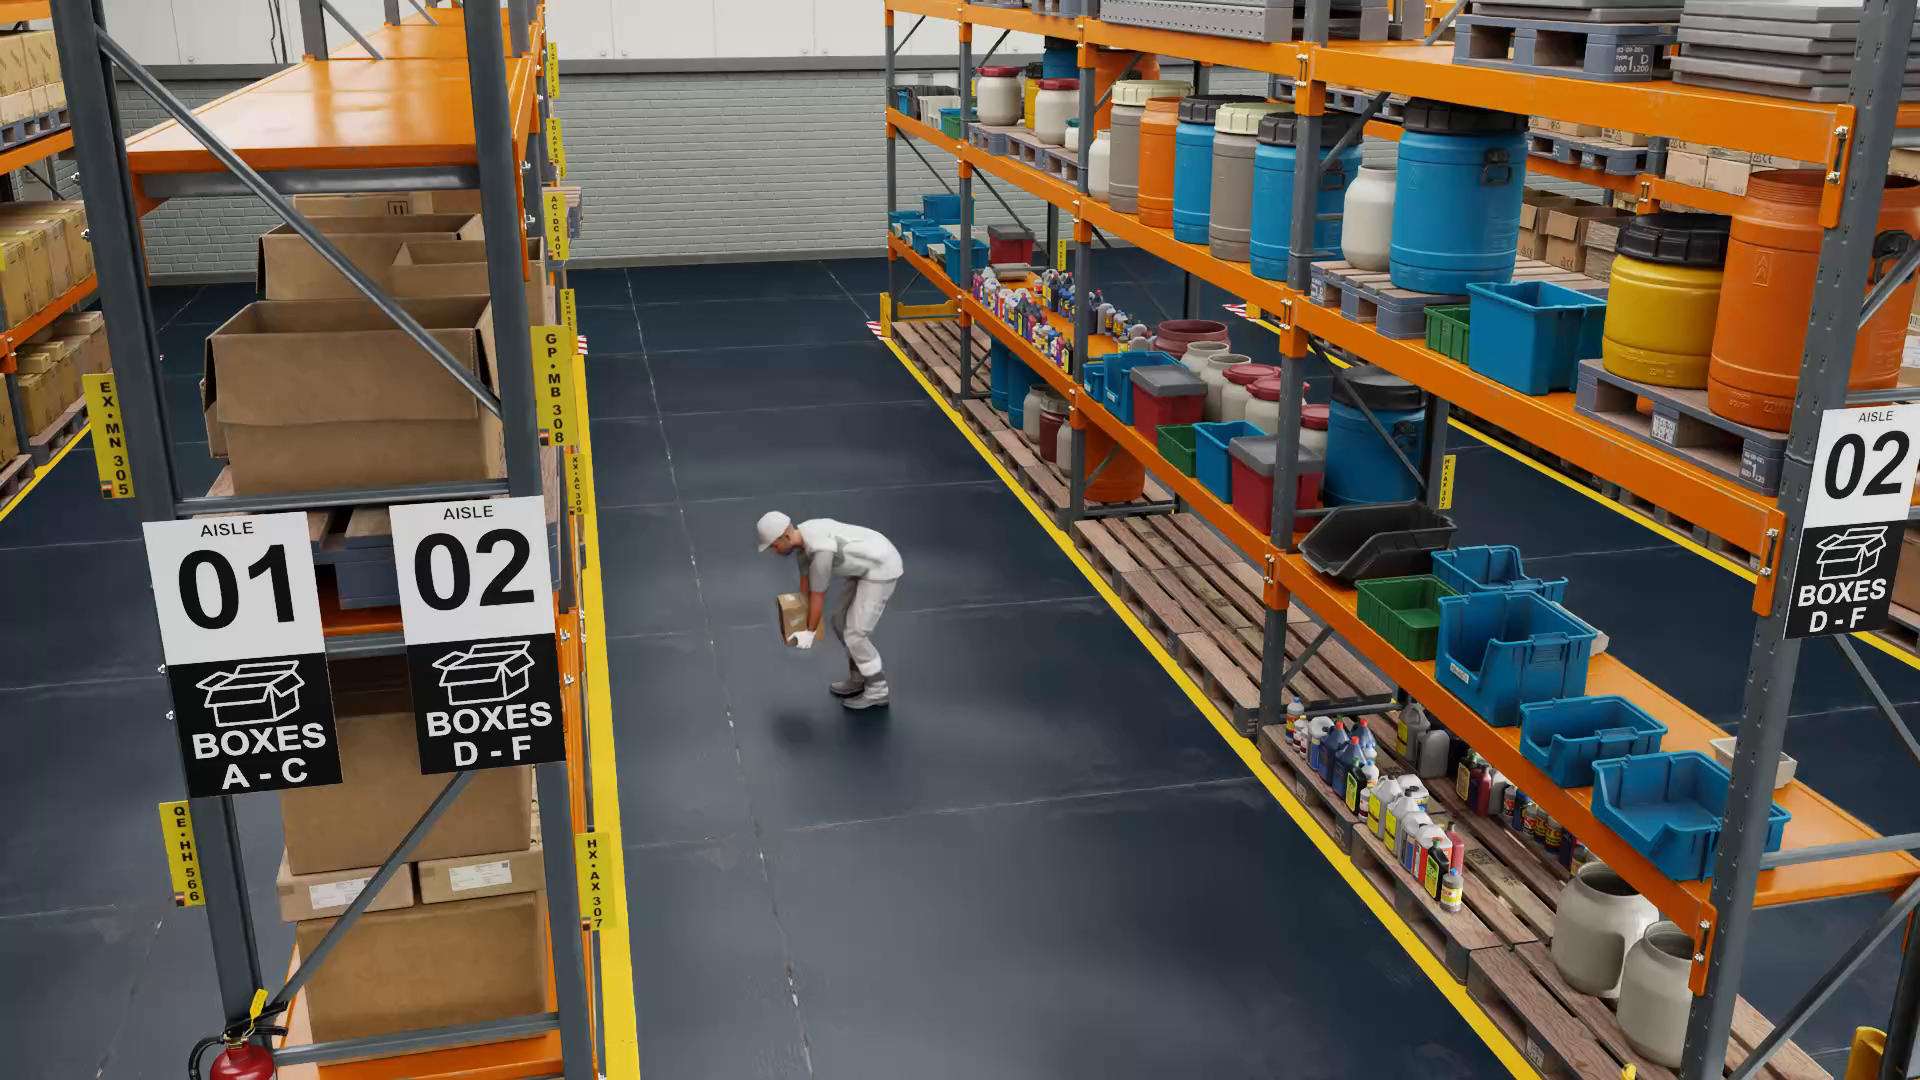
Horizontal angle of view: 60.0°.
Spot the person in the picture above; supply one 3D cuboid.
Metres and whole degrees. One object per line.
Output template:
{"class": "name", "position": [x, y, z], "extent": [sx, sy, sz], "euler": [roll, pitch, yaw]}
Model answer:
{"class": "person", "position": [-0.814, 0.418, 10.547], "extent": [0.910, 1.319, 0.495], "euler": [-5, 20, -14]}
